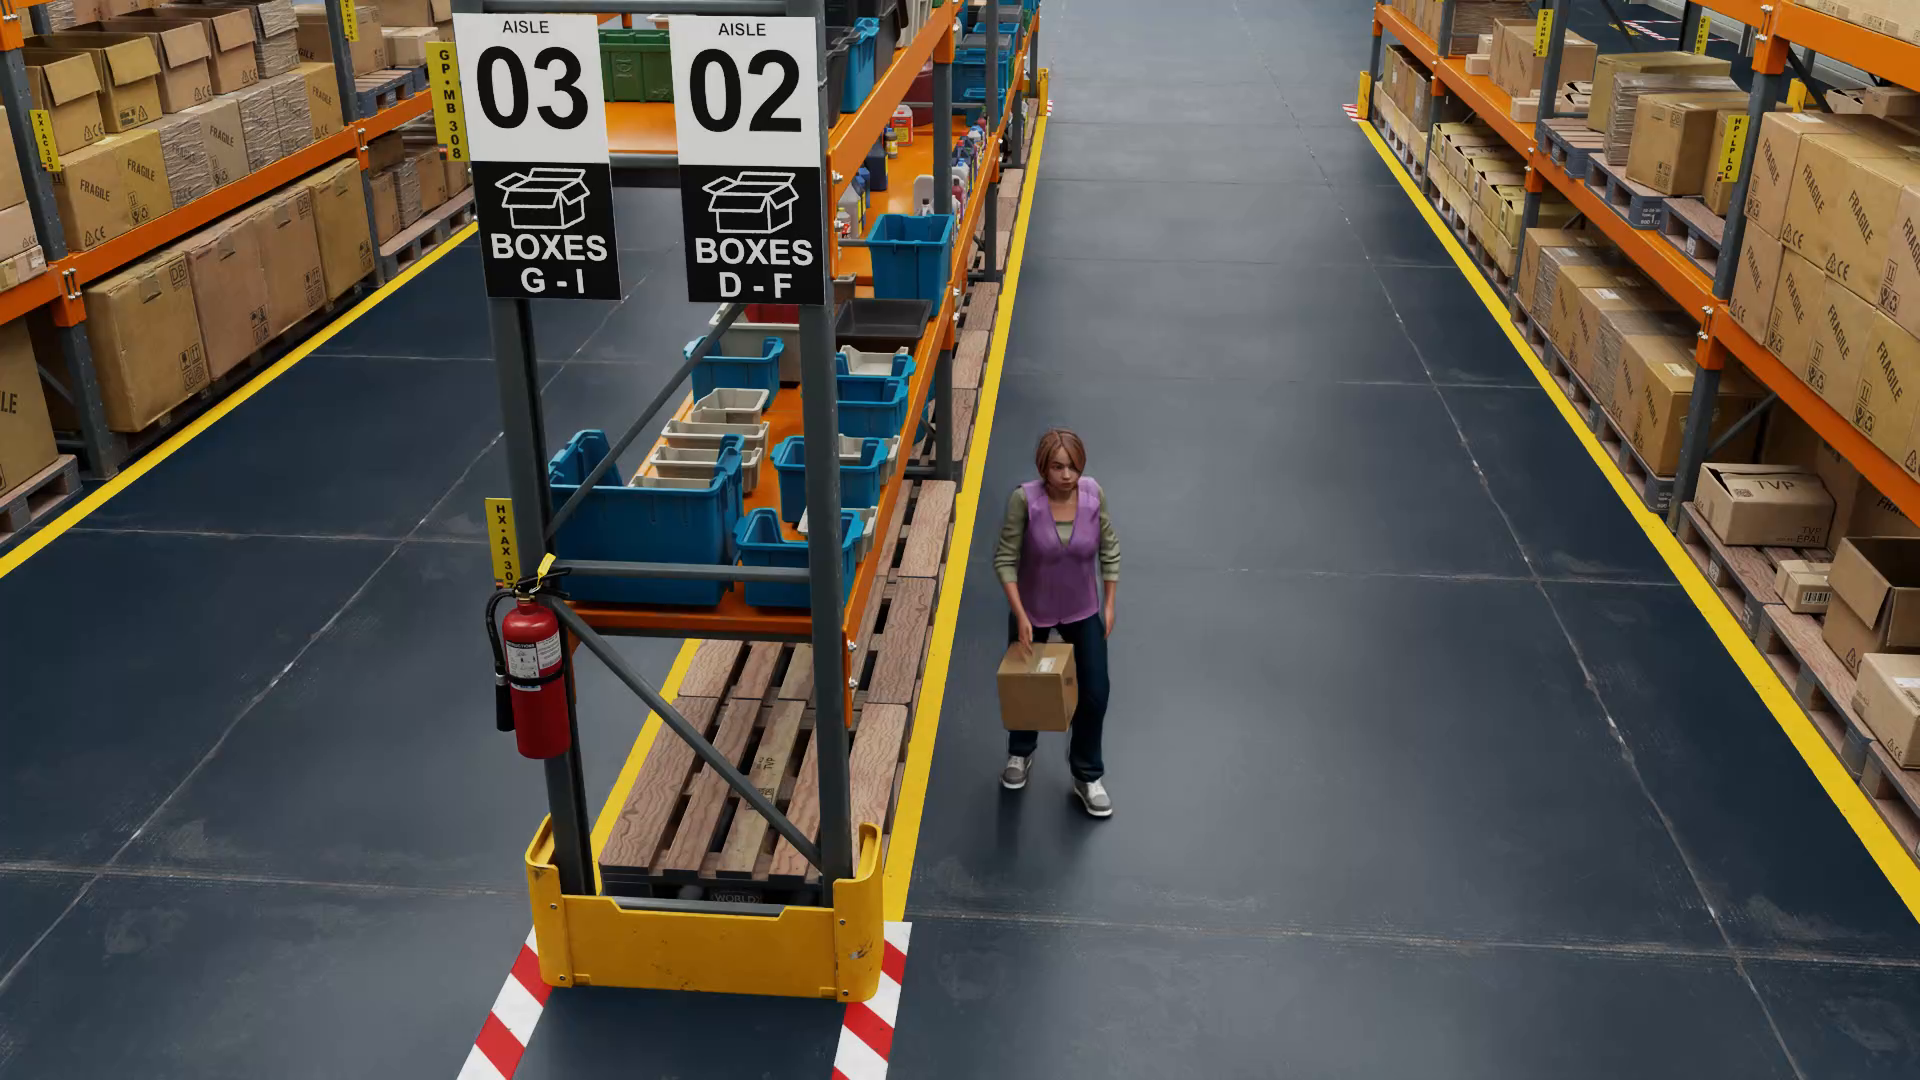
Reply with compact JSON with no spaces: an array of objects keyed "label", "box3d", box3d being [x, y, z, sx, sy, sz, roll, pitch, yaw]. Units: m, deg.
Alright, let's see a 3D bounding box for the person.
[{"label":"person","box3d":[0.377,0.304,6.478,0.509,1.586,0.535,-3,25,-6]}]
